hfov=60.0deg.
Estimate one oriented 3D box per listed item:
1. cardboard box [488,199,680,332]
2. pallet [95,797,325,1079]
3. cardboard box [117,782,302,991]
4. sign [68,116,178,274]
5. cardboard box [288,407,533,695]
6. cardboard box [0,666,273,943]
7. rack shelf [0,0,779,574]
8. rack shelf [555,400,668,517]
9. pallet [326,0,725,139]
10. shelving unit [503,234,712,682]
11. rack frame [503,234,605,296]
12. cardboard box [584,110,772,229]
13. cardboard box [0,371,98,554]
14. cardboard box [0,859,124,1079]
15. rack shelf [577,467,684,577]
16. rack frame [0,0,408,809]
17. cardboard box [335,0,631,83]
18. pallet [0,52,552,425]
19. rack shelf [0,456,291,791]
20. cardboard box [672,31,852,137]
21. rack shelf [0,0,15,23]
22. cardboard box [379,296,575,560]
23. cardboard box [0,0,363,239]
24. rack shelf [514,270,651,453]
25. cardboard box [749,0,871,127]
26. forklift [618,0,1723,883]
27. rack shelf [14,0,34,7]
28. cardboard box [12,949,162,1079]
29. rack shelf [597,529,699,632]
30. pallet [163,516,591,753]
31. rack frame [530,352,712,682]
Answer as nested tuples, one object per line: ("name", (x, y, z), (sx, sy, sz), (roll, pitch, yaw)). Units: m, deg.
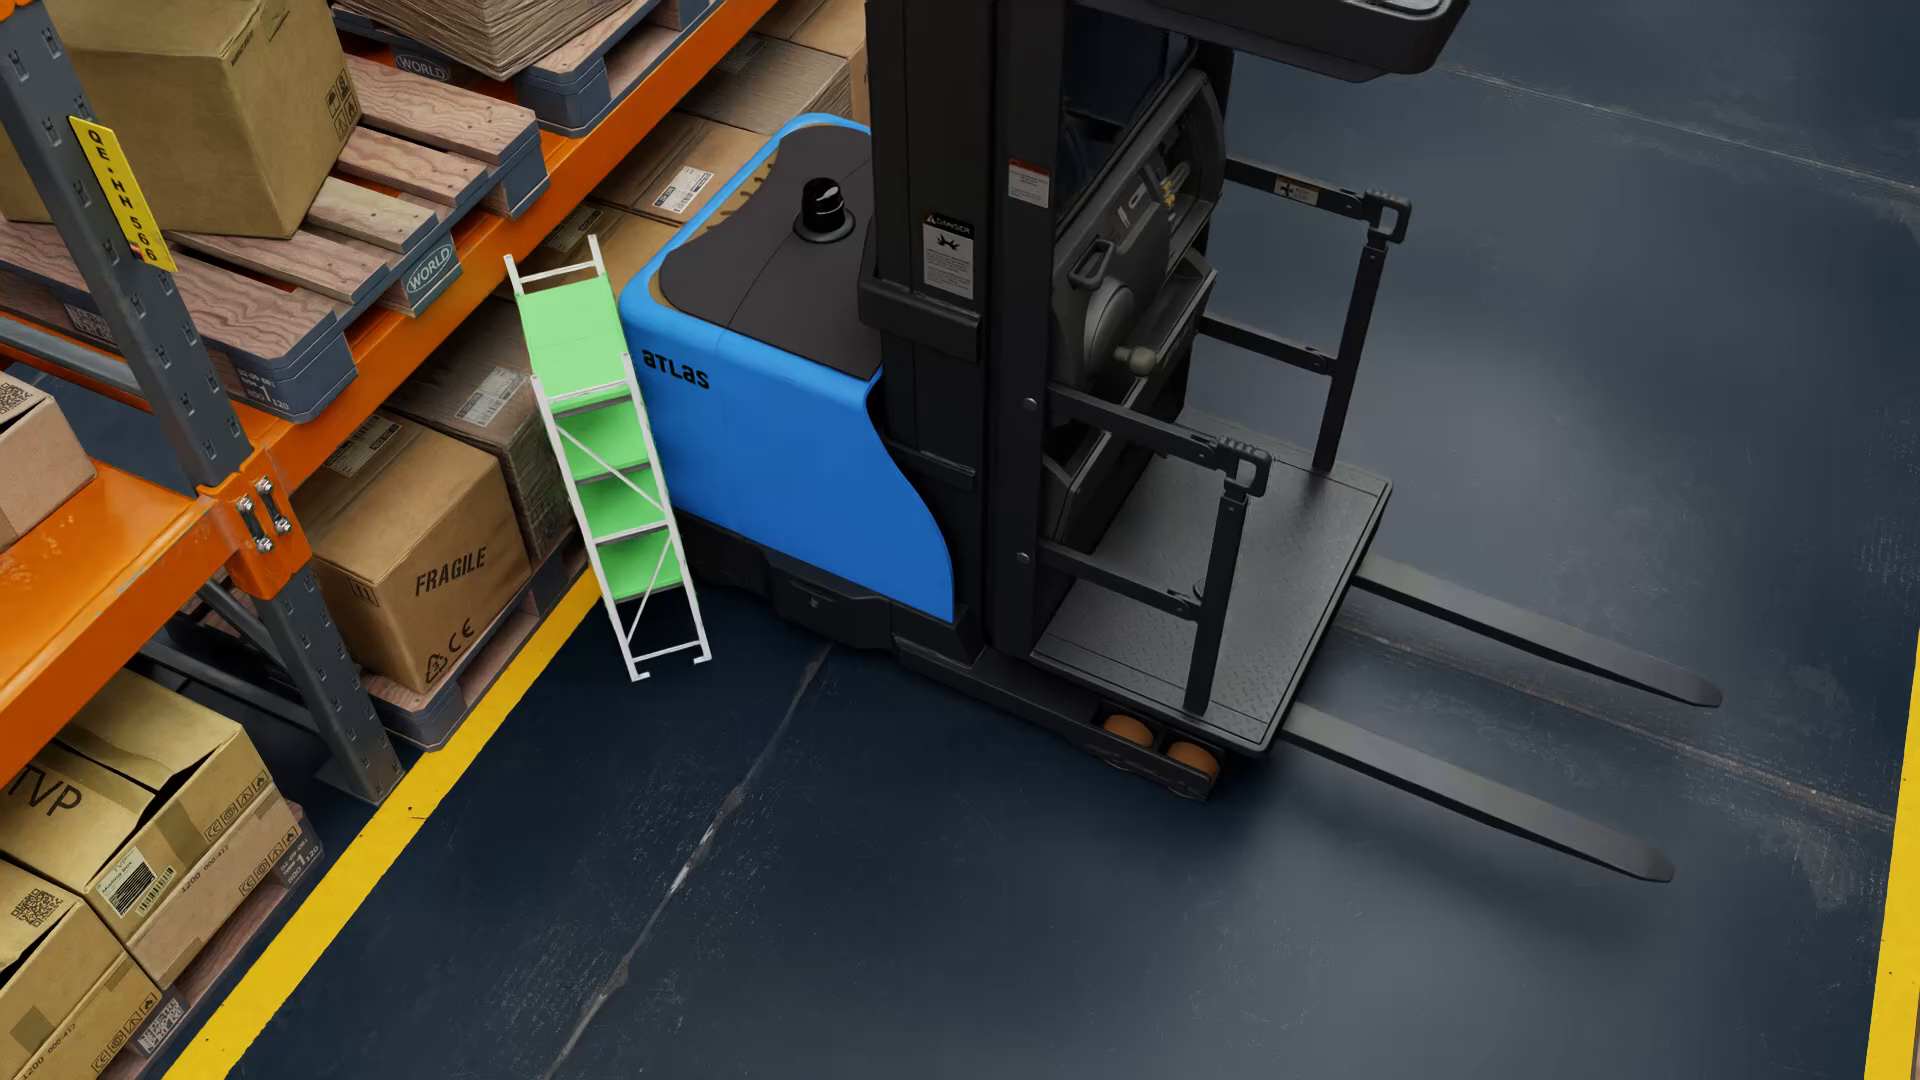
("cardboard box", (-1.147, -0.691, 5.221), (0.500, 0.500, 0.500), (19, 52, 16))
("pallet", (-2.424, 1.025, 4.239), (1.003, 0.211, 1.213), (20, 52, 16))
("cardboard box", (-2.041, 0.764, 4.160), (0.500, 0.250, 0.500), (21, 53, 17))
("sign", (-1.534, -0.629, 3.056), (0.100, 0.325, 0.005), (20, 52, 16))
("cardboard box", (-1.584, 0.015, 4.620), (0.500, 0.500, 0.500), (22, 53, 18))
("cardboard box", (-2.038, 0.582, 3.947), (0.500, 0.311, 0.500), (21, 53, 17))
("rack shelf", (-1.183, -1.576, 5.094), (1.077, 0.370, 4.000), (20, 52, 16))
("rack shelf", (-0.964, -0.308, 4.464), (0.258, 0.148, 0.480), (-16, 49, -10))
("pallet", (-1.211, -1.711, 4.862), (1.003, 0.211, 1.213), (20, 52, 16))
("shelving unit", (-0.954, -0.191, 4.595), (0.258, 1.200, 0.503), (-16, 49, -10))
("rack frame", (-1.029, -0.362, 4.753), (0.240, 1.200, 0.015), (-16, 49, -10))
("cardboard box", (-0.929, -1.052, 5.528), (0.500, 0.500, 0.500), (18, 52, 15))
("cardboard box", (-2.232, -0.167, 3.481), (0.500, 0.311, 0.500), (23, 53, 18))
("cardboard box", (-2.255, 0.942, 3.641), (0.500, 0.311, 0.500), (19, 52, 16))
("rack shelf", (-0.951, -0.149, 4.643), (0.258, 0.148, 0.480), (-16, 49, -10))
("rack frame", (-2.037, -0.432, 3.648), (1.000, 3.000, 0.127), (20, 52, 16))
("cardboard box", (-1.307, -1.639, 4.334), (0.700, 0.500, 0.500), (29, 56, 23))
("pallet", (-1.811, -0.860, 4.138), (1.213, 0.211, 1.003), (20, 52, 16))
("rack shelf", (-2.892, 1.178, 2.750), (1.077, 0.370, 4.000), (20, 52, 16))
("cardboard box", (-0.713, -1.403, 5.827), (0.500, 0.500, 0.500), (20, 53, 17))
("rack shelf", (-2.892, 0.206, 1.608), (1.077, 0.370, 4.000), (20, 52, 16))
("cardboard box", (-1.366, -0.348, 4.929), (0.500, 0.500, 0.500), (18, 52, 15))
("cardboard box", (-1.870, -1.071, 3.851), (0.700, 0.500, 0.500), (4, 50, 4))
("rack shelf", (-0.977, -0.467, 4.285), (0.258, 0.148, 0.480), (-16, 49, -10))
("cardboard box", (-0.499, -1.749, 6.121), (0.500, 0.500, 0.500), (20, 52, 16))
("forklift", (0.618, -0.698, 3.919), (3.031, 2.935, 1.130), (22, 53, 18))
("rack shelf", (-1.183, -2.549, 3.952), (1.077, 0.370, 4.000), (20, 52, 16))
("cardboard box", (-2.258, 1.120, 3.857), (0.500, 0.250, 0.500), (19, 52, 16))
("rack shelf", (-0.938, 0.010, 4.822), (0.258, 0.148, 0.480), (-16, 49, -10))
("pallet", (-1.684, -0.031, 5.137), (1.003, 0.211, 1.213), (20, 52, 16))
("rack frame", (-0.879, -0.020, 4.438), (0.240, 1.200, 0.015), (-16, 49, -10))
